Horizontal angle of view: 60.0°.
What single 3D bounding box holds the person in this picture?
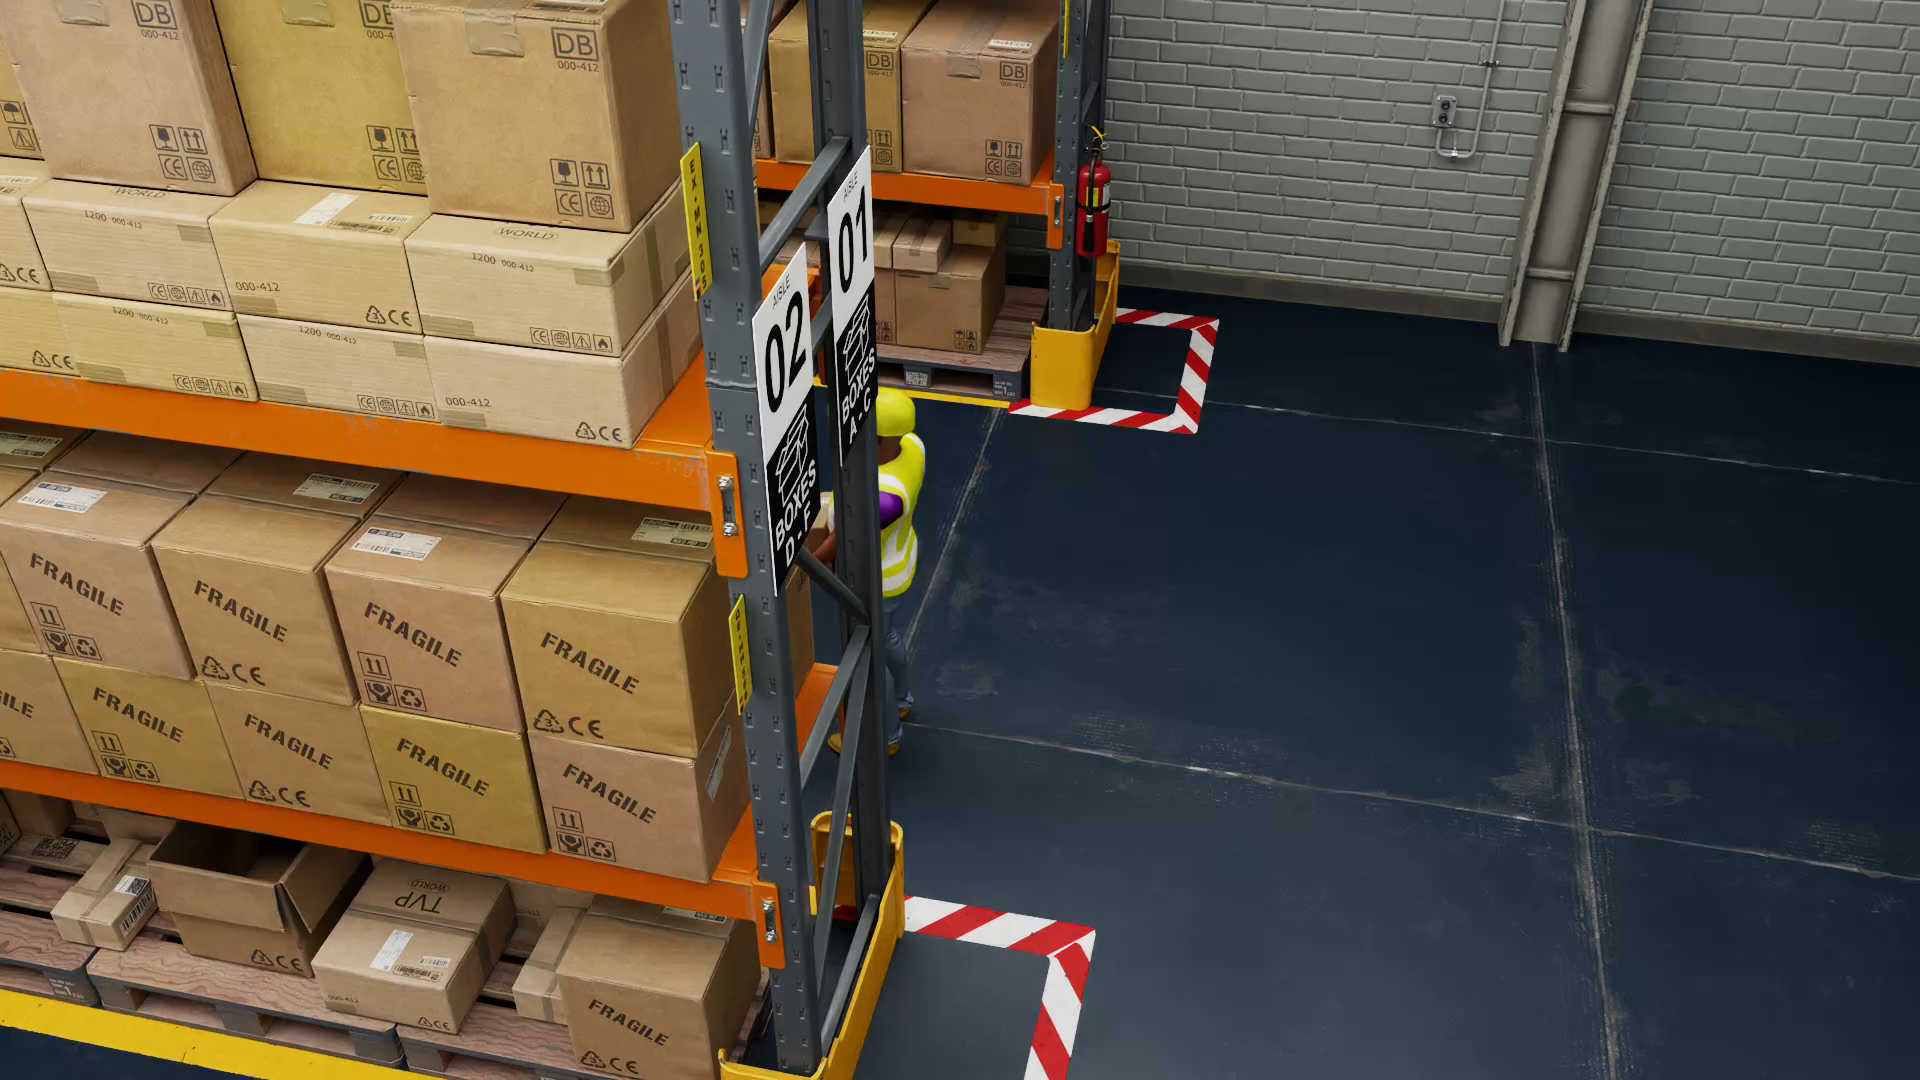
[{"bbox_3d":[-0.442,0.128,6.777,0.577,1.760,0.503,5,37,7],"label":"person"}]
